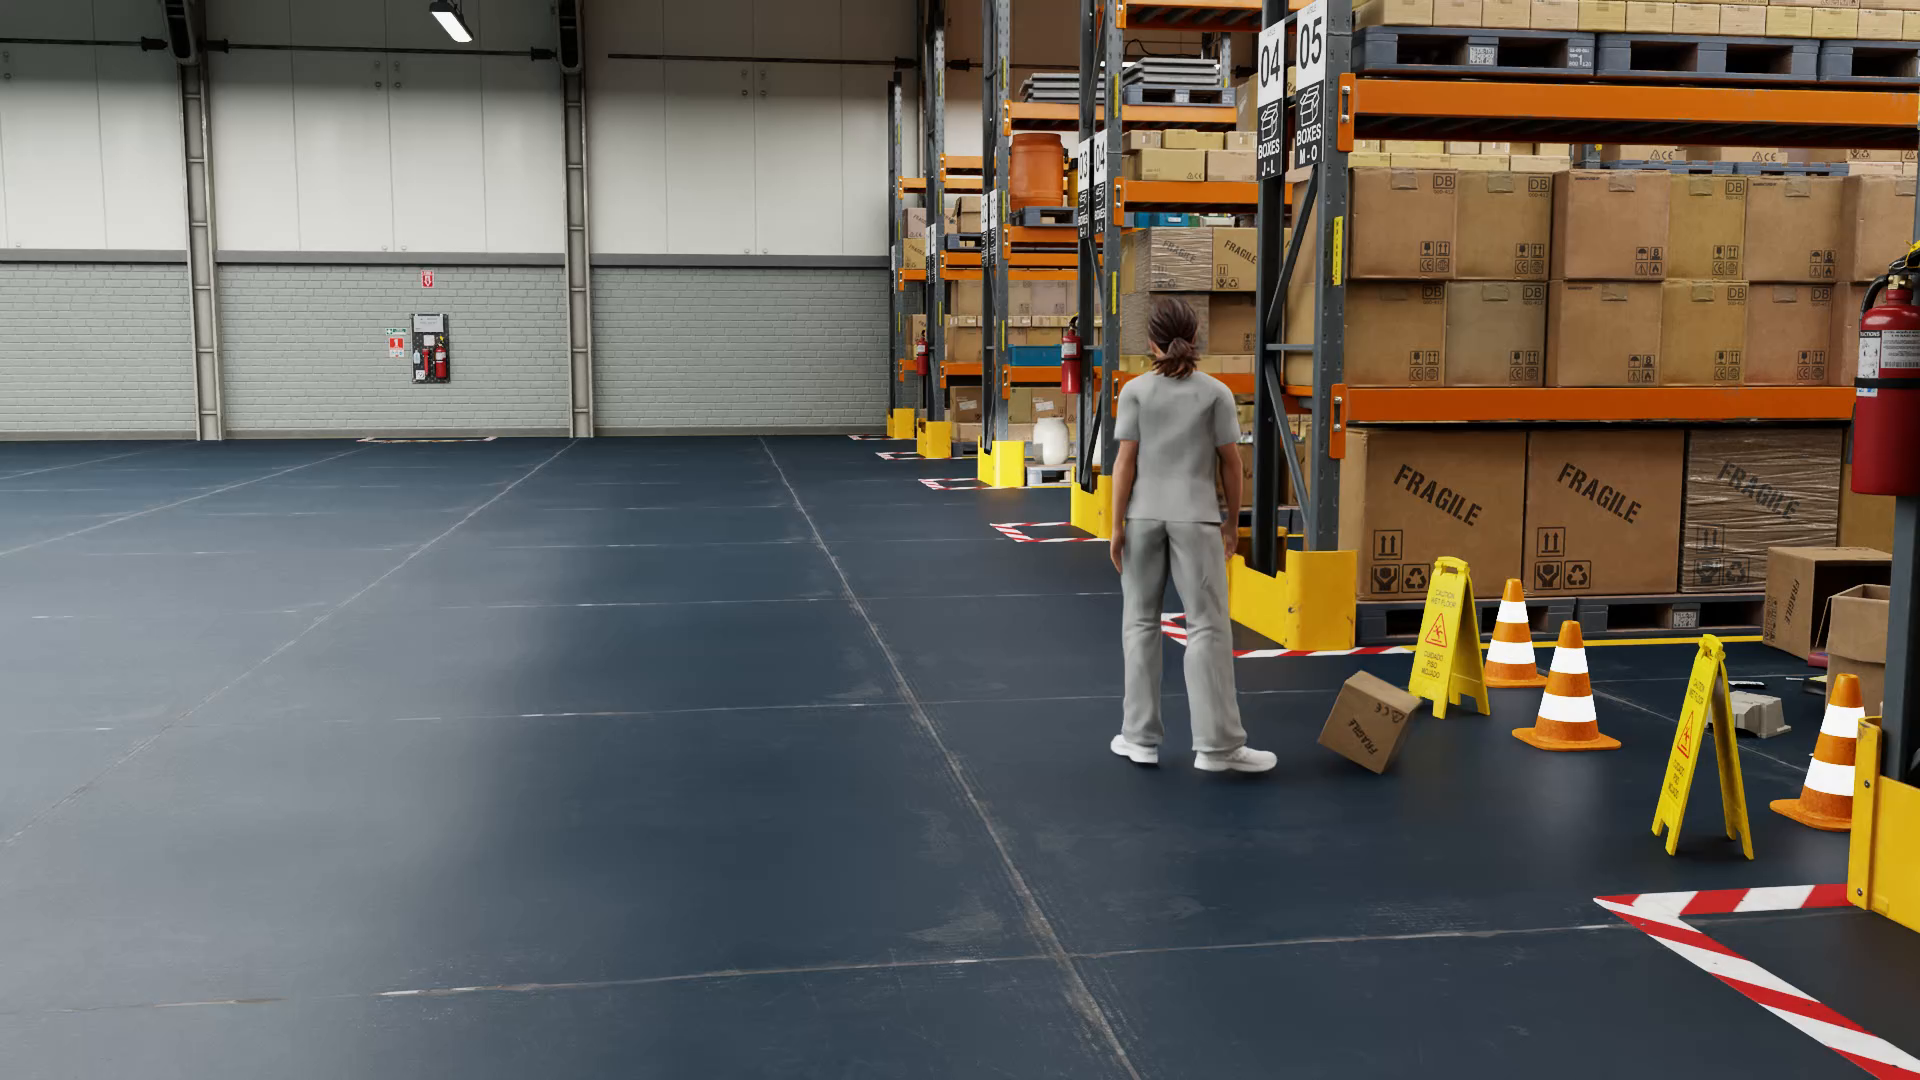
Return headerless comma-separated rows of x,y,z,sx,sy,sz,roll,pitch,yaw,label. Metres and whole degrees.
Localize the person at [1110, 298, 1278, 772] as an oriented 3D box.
0.830,-0.016,5.904,0.625,1.675,0.445,2,7,13,person
